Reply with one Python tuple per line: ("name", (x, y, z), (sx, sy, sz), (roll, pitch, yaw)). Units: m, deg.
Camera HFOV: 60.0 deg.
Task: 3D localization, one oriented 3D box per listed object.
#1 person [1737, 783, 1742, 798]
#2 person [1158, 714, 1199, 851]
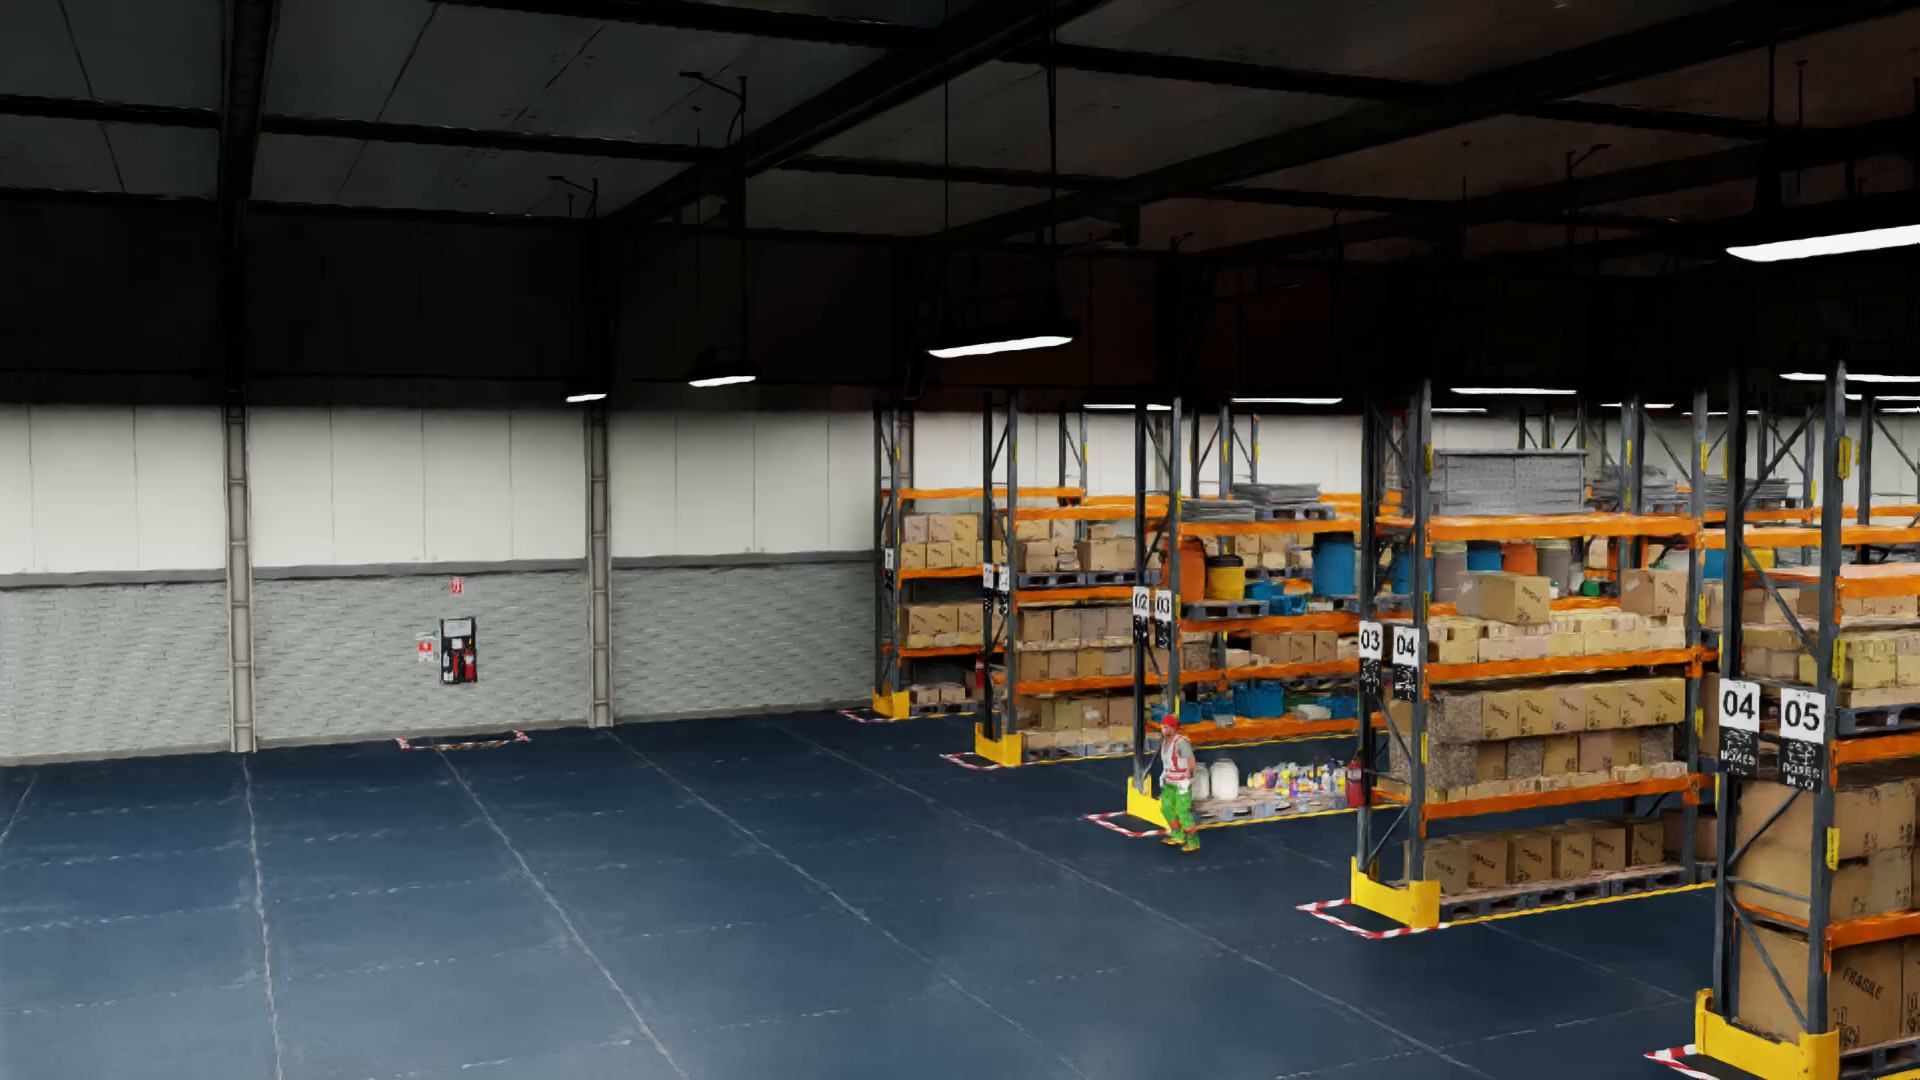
("person", (10.830, 3.058, 22.765), (0.949, 1.533, 0.408), (-1, 3, -15))
("person", (2.752, 3.072, 21.131), (0.552, 1.741, 0.677), (-2, 4, -26))
